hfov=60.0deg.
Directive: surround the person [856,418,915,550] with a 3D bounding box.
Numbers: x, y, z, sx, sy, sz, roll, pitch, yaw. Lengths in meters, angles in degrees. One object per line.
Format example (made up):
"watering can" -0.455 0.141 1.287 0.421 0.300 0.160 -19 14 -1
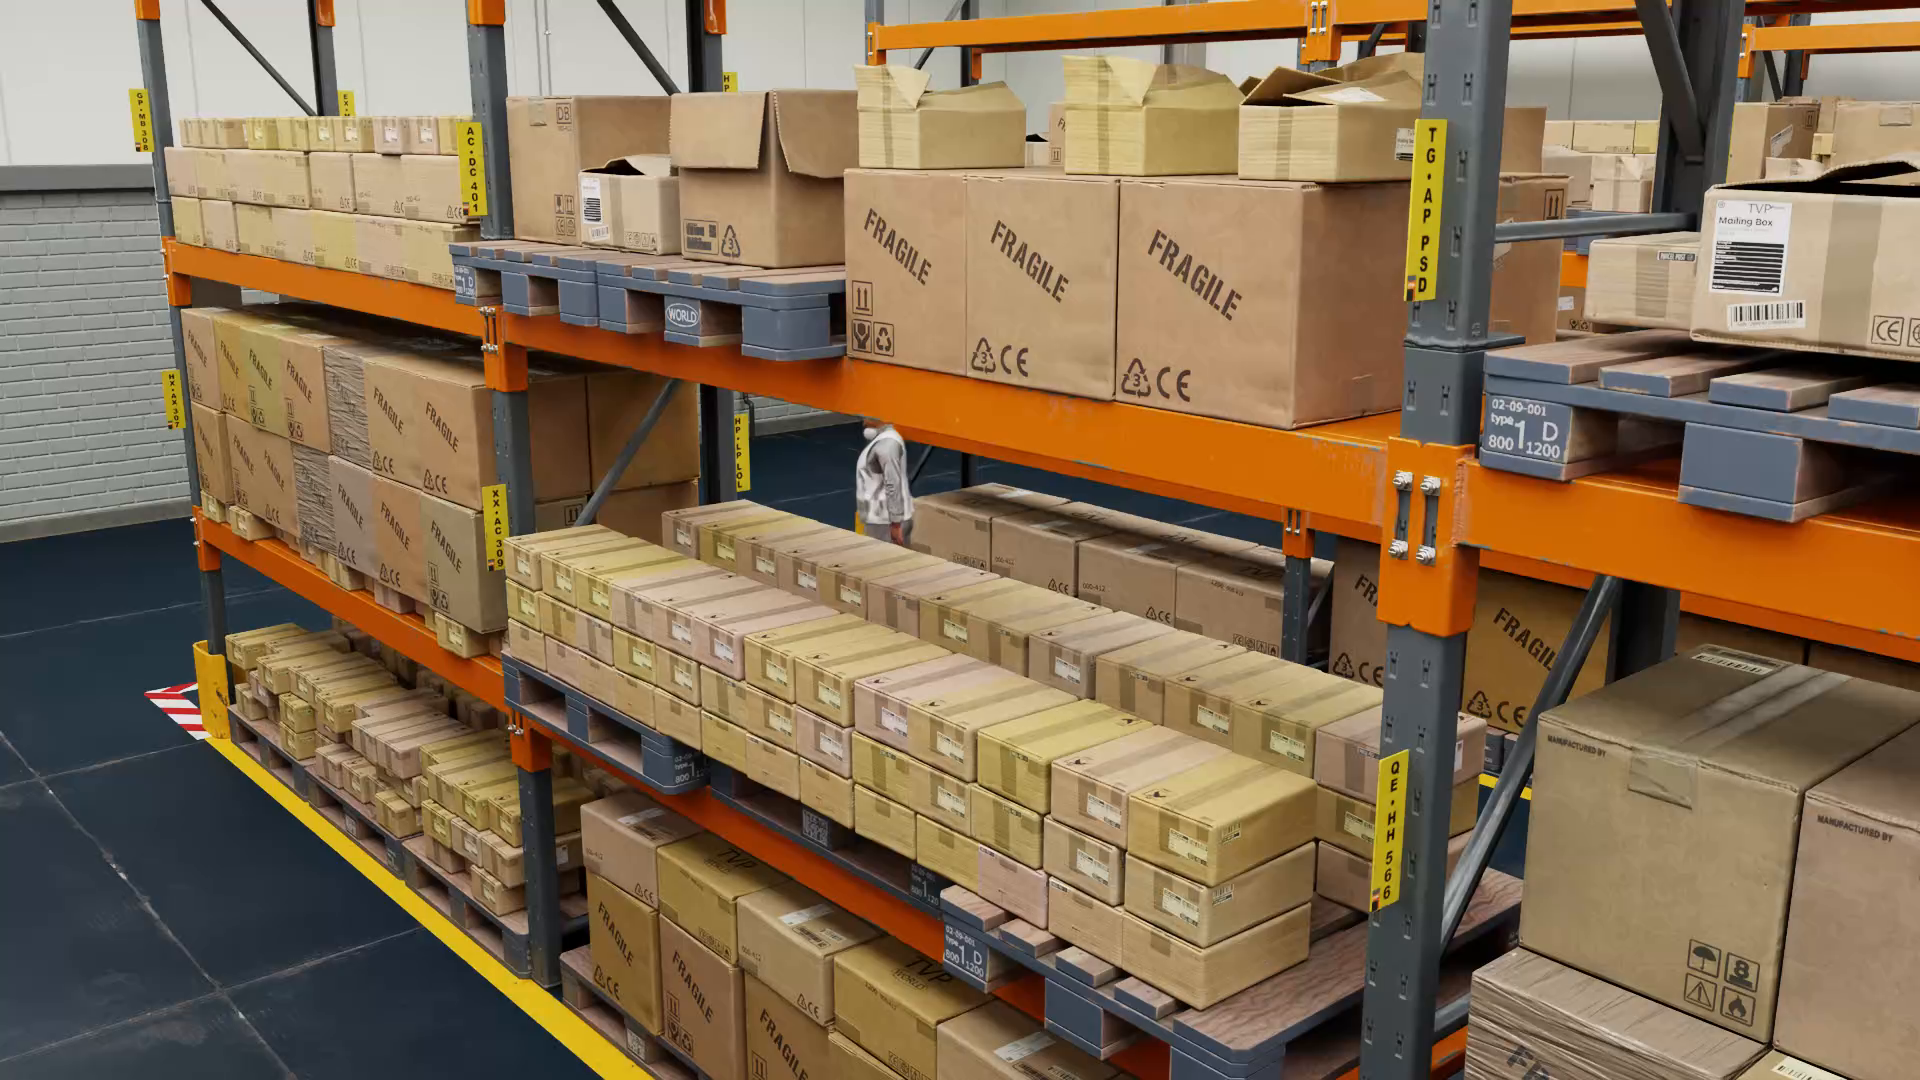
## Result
"person" -0.455 -0.116 10.894 0.514 1.797 0.542 2 14 7
